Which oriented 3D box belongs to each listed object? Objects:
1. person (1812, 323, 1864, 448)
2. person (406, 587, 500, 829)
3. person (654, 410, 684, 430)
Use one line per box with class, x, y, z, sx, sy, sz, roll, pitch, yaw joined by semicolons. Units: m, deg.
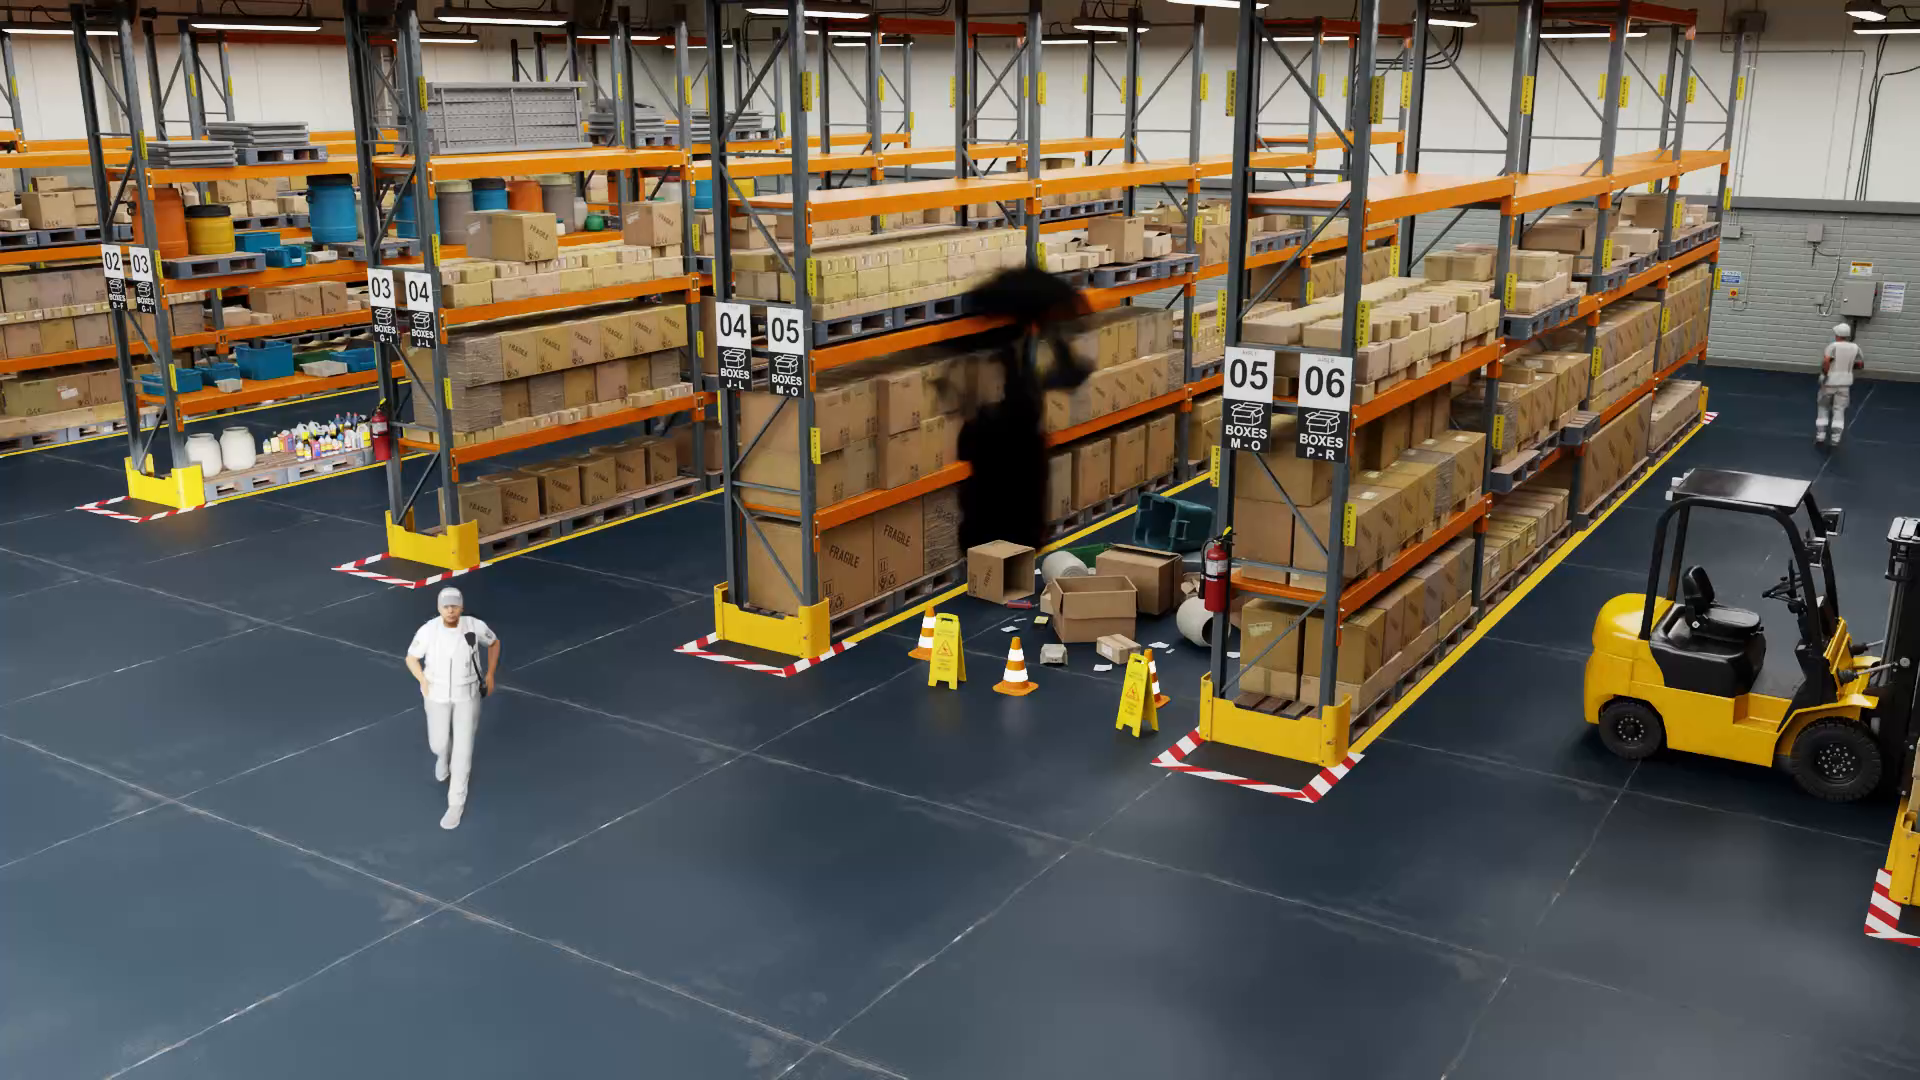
person;12.495;-2.151;23.661;0.617;1.849;0.792;4;16;13
person;-3.653;1.138;12.041;0.643;1.659;0.959;-3;16;-10
person;-4.490;-2.519;25.182;0.665;1.688;0.603;8;17;26
